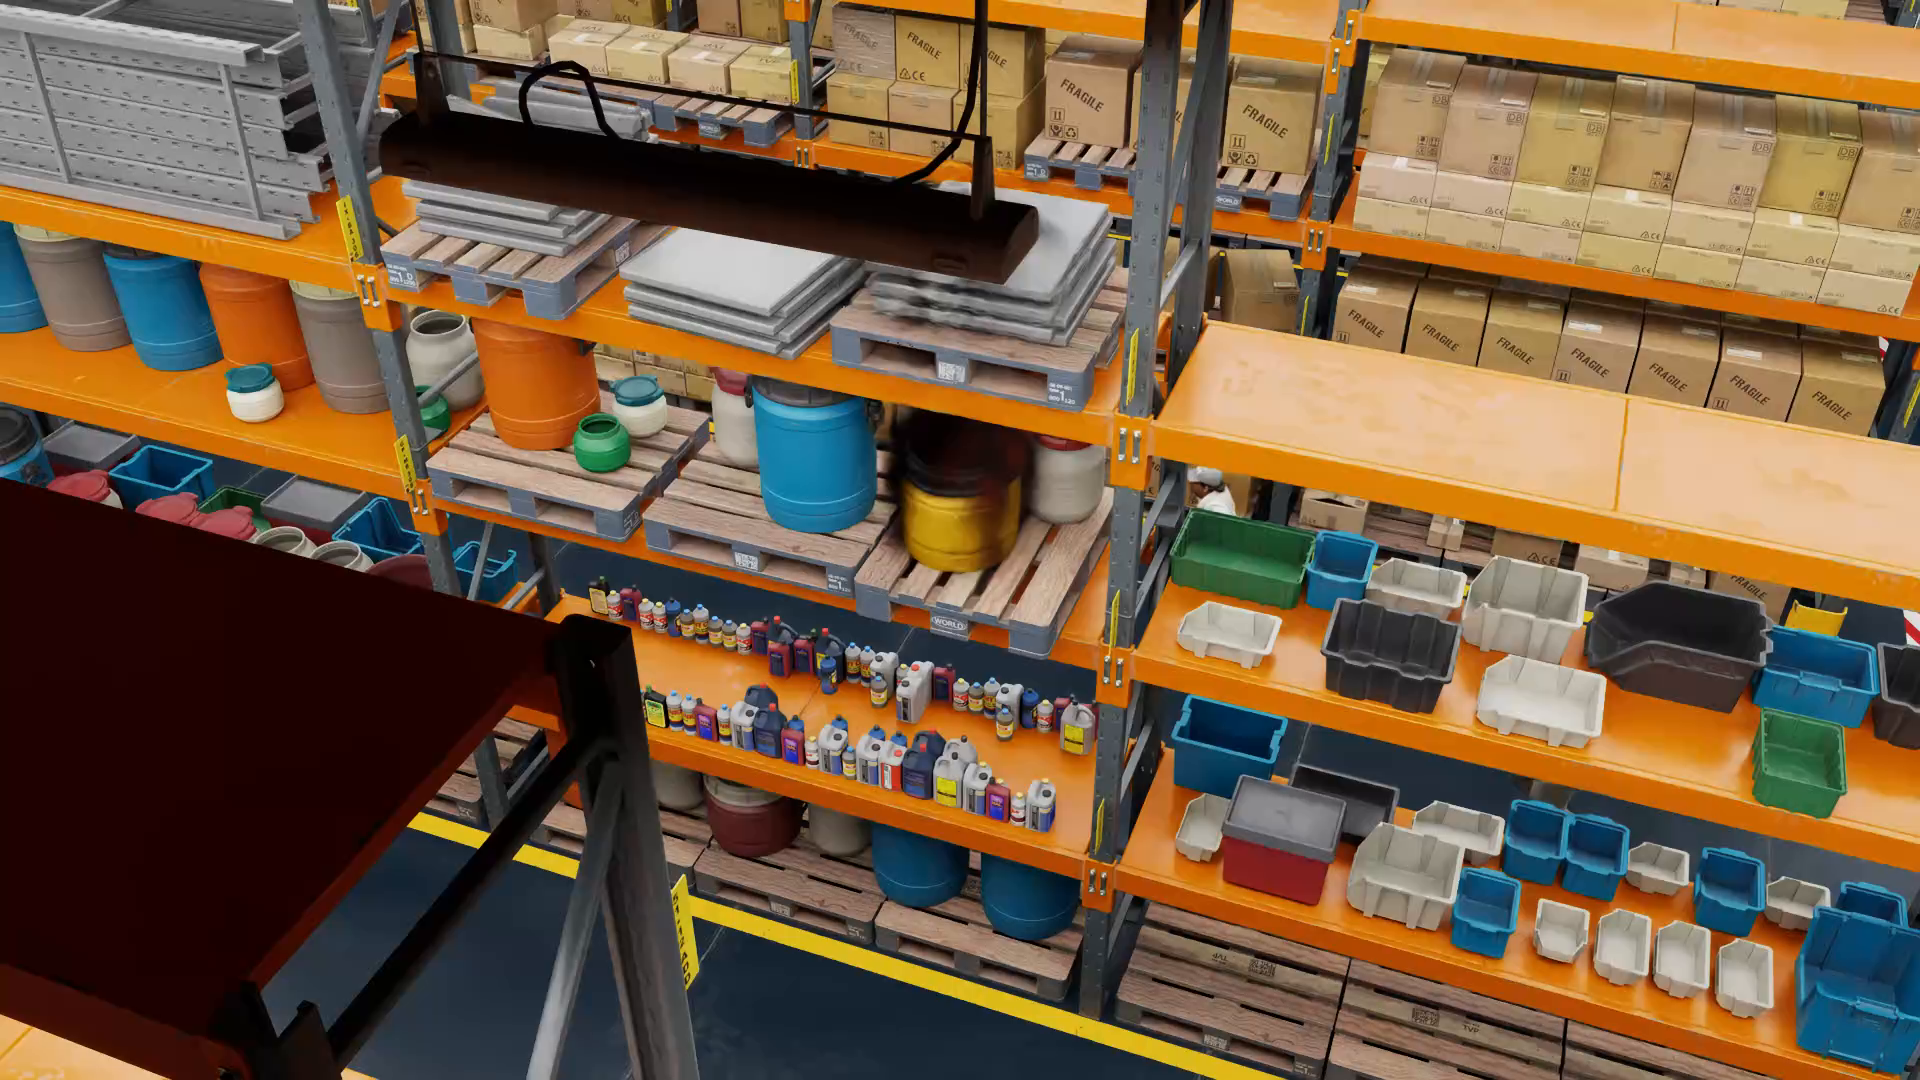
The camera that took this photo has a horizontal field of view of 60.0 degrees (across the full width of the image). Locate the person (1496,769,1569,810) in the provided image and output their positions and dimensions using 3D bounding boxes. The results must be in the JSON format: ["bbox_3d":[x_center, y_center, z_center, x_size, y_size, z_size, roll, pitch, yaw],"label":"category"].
[{"bbox_3d":[3.604,1.282,10.184,0.708,1.785,0.650,18,40,23],"label":"person"}]

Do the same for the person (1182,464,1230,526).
[{"bbox_3d":[1.791,0.127,11.924,0.771,1.559,0.606,4,37,5],"label":"person"}]
